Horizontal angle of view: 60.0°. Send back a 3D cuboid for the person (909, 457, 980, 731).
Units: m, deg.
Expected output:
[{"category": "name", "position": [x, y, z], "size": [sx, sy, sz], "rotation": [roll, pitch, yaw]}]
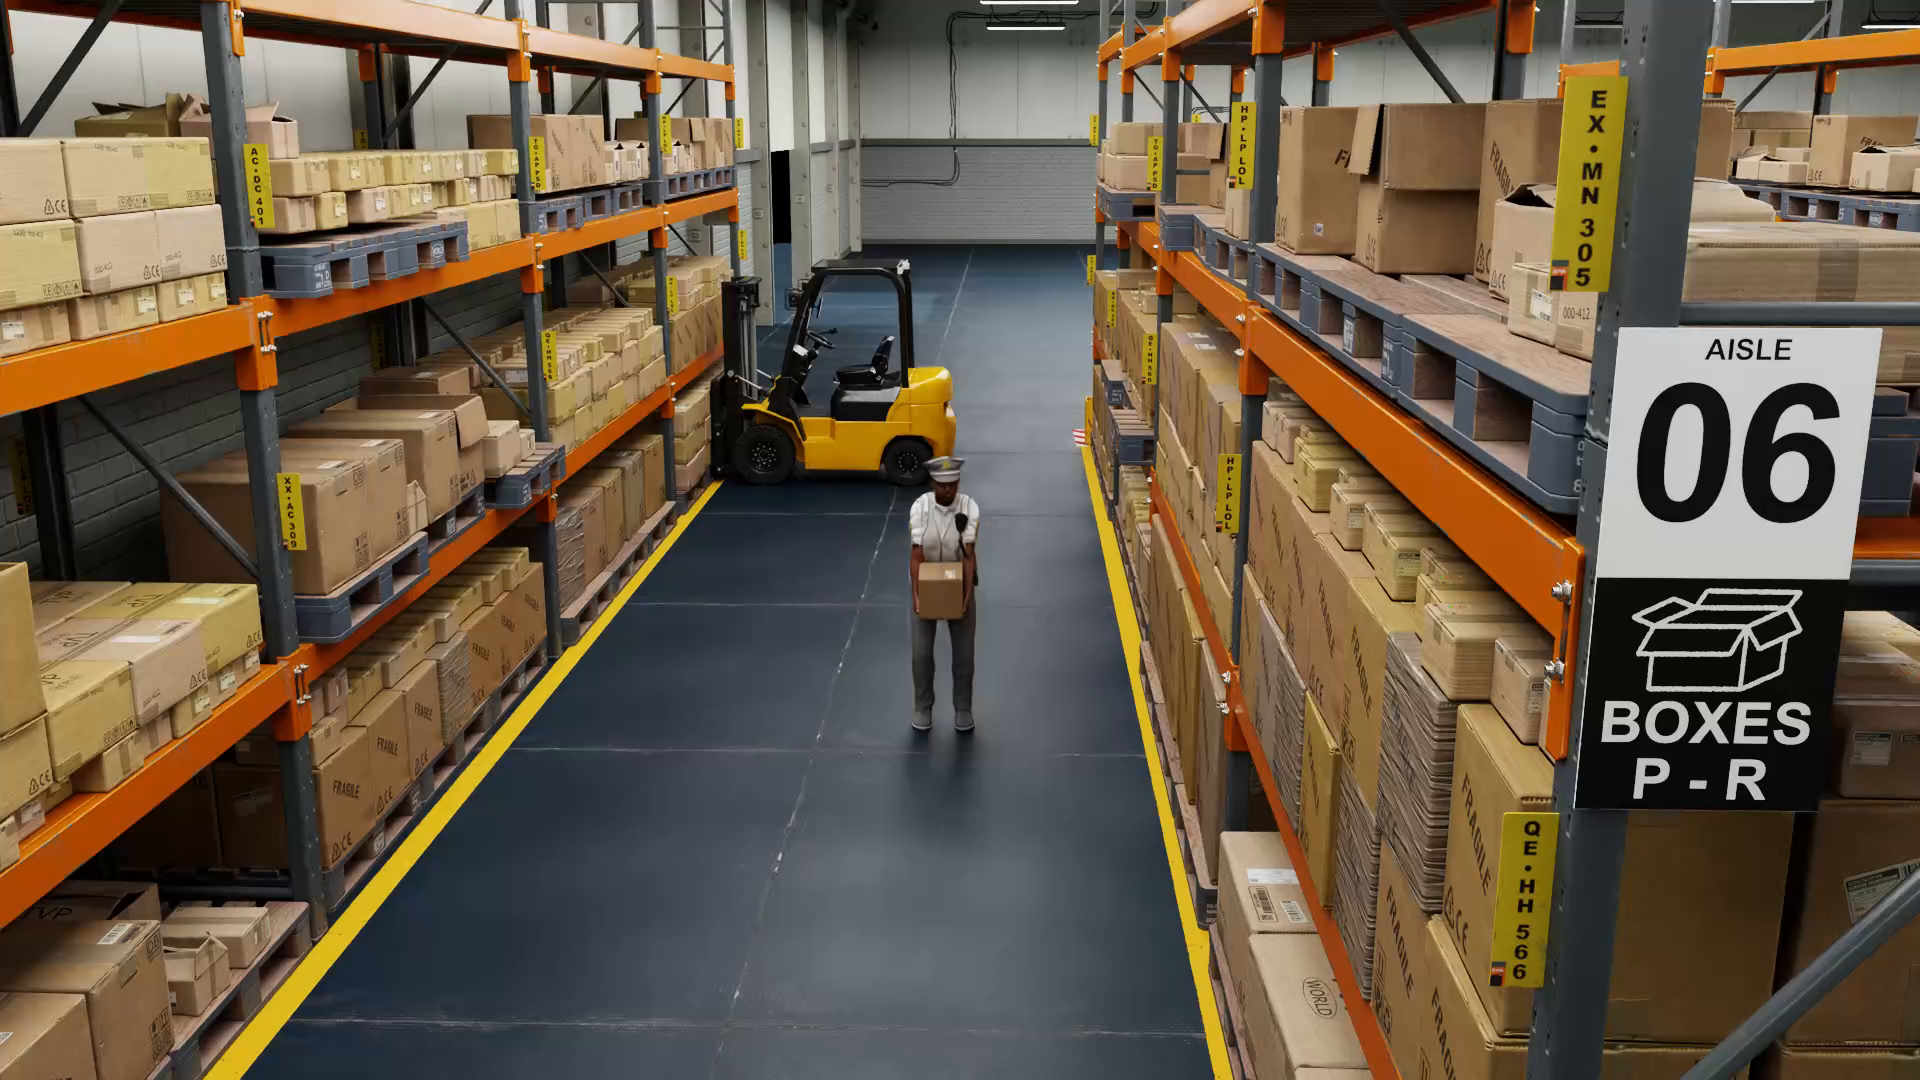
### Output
[{"category": "person", "position": [-0.094, 0.317, 9.749], "size": [0.416, 1.663, 0.544], "rotation": [0, 14, 0]}]
